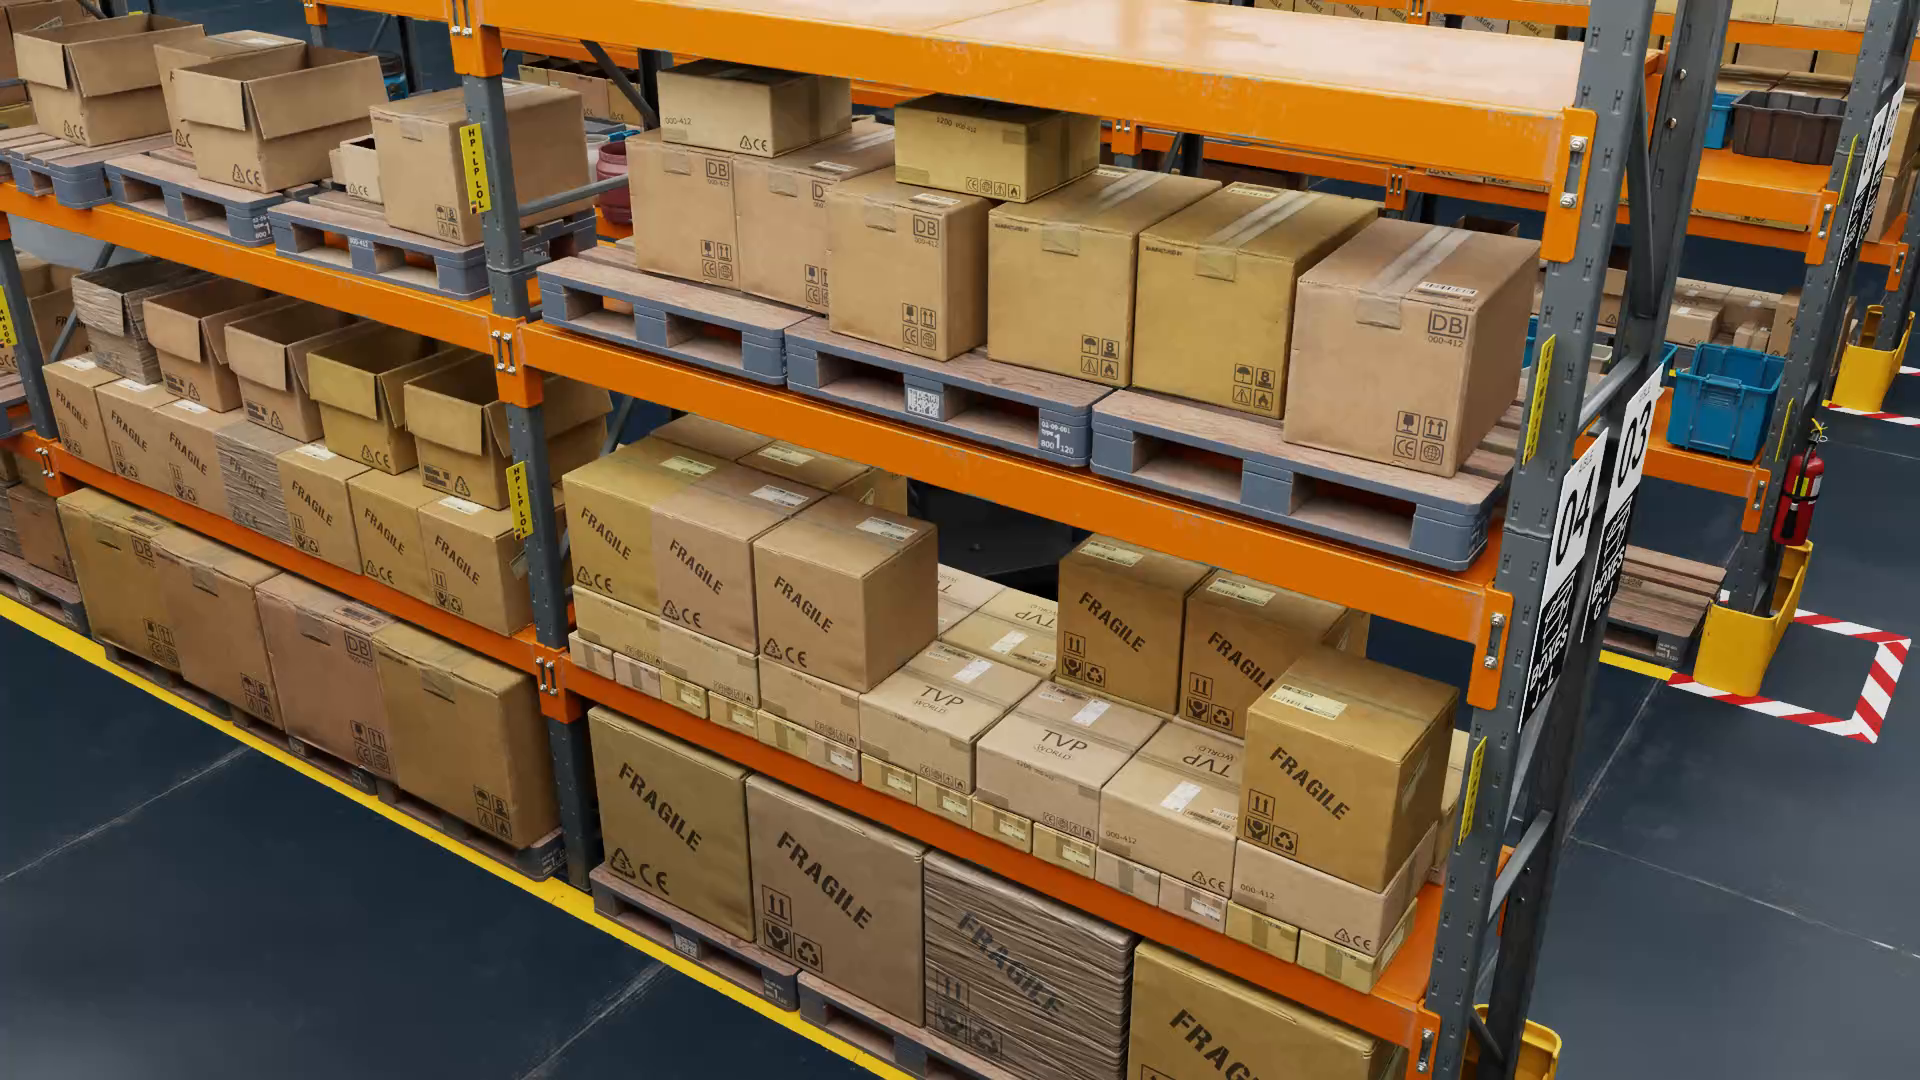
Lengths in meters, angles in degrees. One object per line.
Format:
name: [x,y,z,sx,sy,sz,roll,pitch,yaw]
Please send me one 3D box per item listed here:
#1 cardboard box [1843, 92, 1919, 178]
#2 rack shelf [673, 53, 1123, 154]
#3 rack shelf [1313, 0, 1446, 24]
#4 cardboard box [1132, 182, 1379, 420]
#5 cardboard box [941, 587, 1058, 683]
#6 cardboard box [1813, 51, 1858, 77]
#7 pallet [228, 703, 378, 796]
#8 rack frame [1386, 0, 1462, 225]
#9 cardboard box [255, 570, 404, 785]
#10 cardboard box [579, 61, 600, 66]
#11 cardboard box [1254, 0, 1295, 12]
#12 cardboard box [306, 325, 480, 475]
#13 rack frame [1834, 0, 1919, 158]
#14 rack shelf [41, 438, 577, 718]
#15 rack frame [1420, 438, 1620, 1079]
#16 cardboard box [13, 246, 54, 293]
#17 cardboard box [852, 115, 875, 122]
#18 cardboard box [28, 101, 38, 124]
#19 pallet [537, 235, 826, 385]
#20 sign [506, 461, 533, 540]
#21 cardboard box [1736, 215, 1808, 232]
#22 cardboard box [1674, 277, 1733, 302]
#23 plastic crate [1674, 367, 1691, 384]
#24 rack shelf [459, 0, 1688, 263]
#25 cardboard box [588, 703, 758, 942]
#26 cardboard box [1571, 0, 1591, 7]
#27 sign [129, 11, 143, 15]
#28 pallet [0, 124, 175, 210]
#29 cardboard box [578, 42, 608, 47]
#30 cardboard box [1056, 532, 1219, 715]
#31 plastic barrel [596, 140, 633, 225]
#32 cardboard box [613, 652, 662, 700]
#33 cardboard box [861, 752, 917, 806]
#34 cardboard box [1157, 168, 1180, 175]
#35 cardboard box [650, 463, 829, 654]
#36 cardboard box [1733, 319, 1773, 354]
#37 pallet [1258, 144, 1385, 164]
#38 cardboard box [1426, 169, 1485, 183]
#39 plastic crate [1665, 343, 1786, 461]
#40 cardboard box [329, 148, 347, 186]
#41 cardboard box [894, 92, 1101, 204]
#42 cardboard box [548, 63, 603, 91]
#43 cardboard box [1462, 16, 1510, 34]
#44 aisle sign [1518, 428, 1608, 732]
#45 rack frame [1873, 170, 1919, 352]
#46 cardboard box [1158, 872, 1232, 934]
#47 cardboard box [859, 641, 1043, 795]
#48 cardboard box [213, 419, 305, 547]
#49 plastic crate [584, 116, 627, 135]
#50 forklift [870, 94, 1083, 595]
cardboard box: [6.877,-3.062,12.521,0.500,0.500,0.500,17,32,30]
rack shelf: [-0.354,-3.266,11.621,4.000,0.370,1.077,17,32,30]
rack shelf: [2.454,-5.117,15.258,4.000,0.370,1.077,17,32,30]
cardboard box: [0.933,-0.774,5.247,0.500,0.500,0.700,16,31,29]
cardboard box: [0.268,0.459,6.653,0.500,0.250,0.500,17,31,29]
cardboard box: [9.169,-4.857,16.930,0.700,0.700,0.980,17,32,30]
pallet: [-3.198,0.875,9.072,1.213,0.211,1.003,17,32,30]
rack frame: [4.102,-3.588,14.766,0.127,3.000,1.000,17,32,30]
cardboard box: [-2.785,0.489,8.636,0.875,0.875,1.225,16,31,29]
cardboard box: [-4.346,-5.687,20.634,0.500,0.500,0.500,17,32,30]
cardboard box: [3.862,-6.433,19.898,0.500,0.500,0.500,18,32,32]
cardboard box: [-2.600,-0.718,7.912,0.637,0.503,0.797,18,32,31]
rack frame: [4.592,-3.383,7.750,0.127,3.000,1.000,17,32,30]
rack shelf: [-3.158,-0.078,8.663,4.000,0.370,1.077,17,32,30]
rack frame: [1.788,1.142,5.472,0.127,3.000,1.000,17,32,30]
cardboard box: [-5.791,-1.373,9.842,0.500,0.500,0.700,23,35,37]
cardboard box: [-1.153,-4.596,18.699,0.500,0.311,0.500,17,32,30]
cardboard box: [-5.050,-2.398,9.287,0.500,0.250,0.500,18,32,31]
pallet: [-0.841,-0.968,6.410,1.213,0.211,1.003,17,32,30]
sign: [-1.809,-0.160,6.843,0.005,0.325,0.100,17,32,30]
cardboard box: [6.447,-2.750,13.011,0.500,0.500,0.500,18,32,31]
cardboard box: [6.288,-2.033,14.259,0.500,0.250,0.500,17,32,30]
plastic crate: [4.357,-0.919,9.746,0.298,0.136,0.250,17,32,30]
rack shelf: [0.139,-1.546,5.375,4.000,0.370,1.077,17,32,30]
cardboard box: [-1.011,1.074,7.486,0.875,0.875,0.875,17,32,30]
cardboard box: [5.184,-4.381,13.184,0.500,0.250,0.500,17,32,30]
sign: [-4.485,-2.720,9.097,0.005,0.325,0.100,17,32,30]
pallet: [-4.246,-2.019,8.586,1.003,0.211,1.213,19,33,33]
cardboard box: [-4.134,-6.192,19.775,0.500,0.500,0.700,18,32,32]
cardboard box: [0.702,0.259,6.219,0.500,0.500,0.500,16,31,29]
plastic barrel: [-2.556,-2.830,13.128,0.708,0.536,0.600,17,32,30]
cardboard box: [-1.237,0.495,7.022,0.250,0.149,0.380,16,31,29]
cardboard box: [-0.168,0.827,6.369,0.250,0.149,0.380,16,31,29]
cardboard box: [2.136,-3.411,16.691,0.500,0.500,0.500,16,31,29]
cardboard box: [-0.858,0.063,6.604,0.500,0.500,0.500,17,32,30]
cardboard box: [6.529,-1.679,13.655,0.250,0.166,0.380,17,32,30]
pallet: [3.506,-3.748,15.293,1.213,0.211,1.003,17,32,30]
cardboard box: [4.368,-3.399,14.286,0.500,0.500,0.500,18,32,32]
plastic crate: [4.210,-0.768,9.121,0.499,0.435,0.616,17,32,30]
cardboard box: [-2.652,-1.735,7.634,0.250,0.149,0.380,16,31,28]
cardboard box: [0.128,-1.328,5.508,0.500,0.250,0.500,16,31,29]
cardboard box: [-4.640,-5.493,20.252,0.500,0.500,0.500,17,32,30]
cardboard box: [5.955,-5.778,18.611,0.500,0.500,0.500,18,32,31]
aisle sign: [1.677,0.114,4.626,0.004,0.787,0.394,17,32,30]
rack frame: [7.400,-2.560,12.748,0.127,3.000,1.000,17,32,30]
cardboard box: [0.885,1.155,5.725,0.250,0.149,0.380,17,32,30]
cardboard box: [-0.031,0.658,6.261,0.500,0.250,0.500,17,32,30]
cardboard box: [-3.298,-0.339,8.273,0.500,0.500,0.500,17,32,30]
plastic crate: [-3.161,-3.322,14.173,0.583,0.464,0.402,17,32,30]
forklift: [0.154,-1.009,9.776,1.130,2.935,3.031,-10,29,-18]
